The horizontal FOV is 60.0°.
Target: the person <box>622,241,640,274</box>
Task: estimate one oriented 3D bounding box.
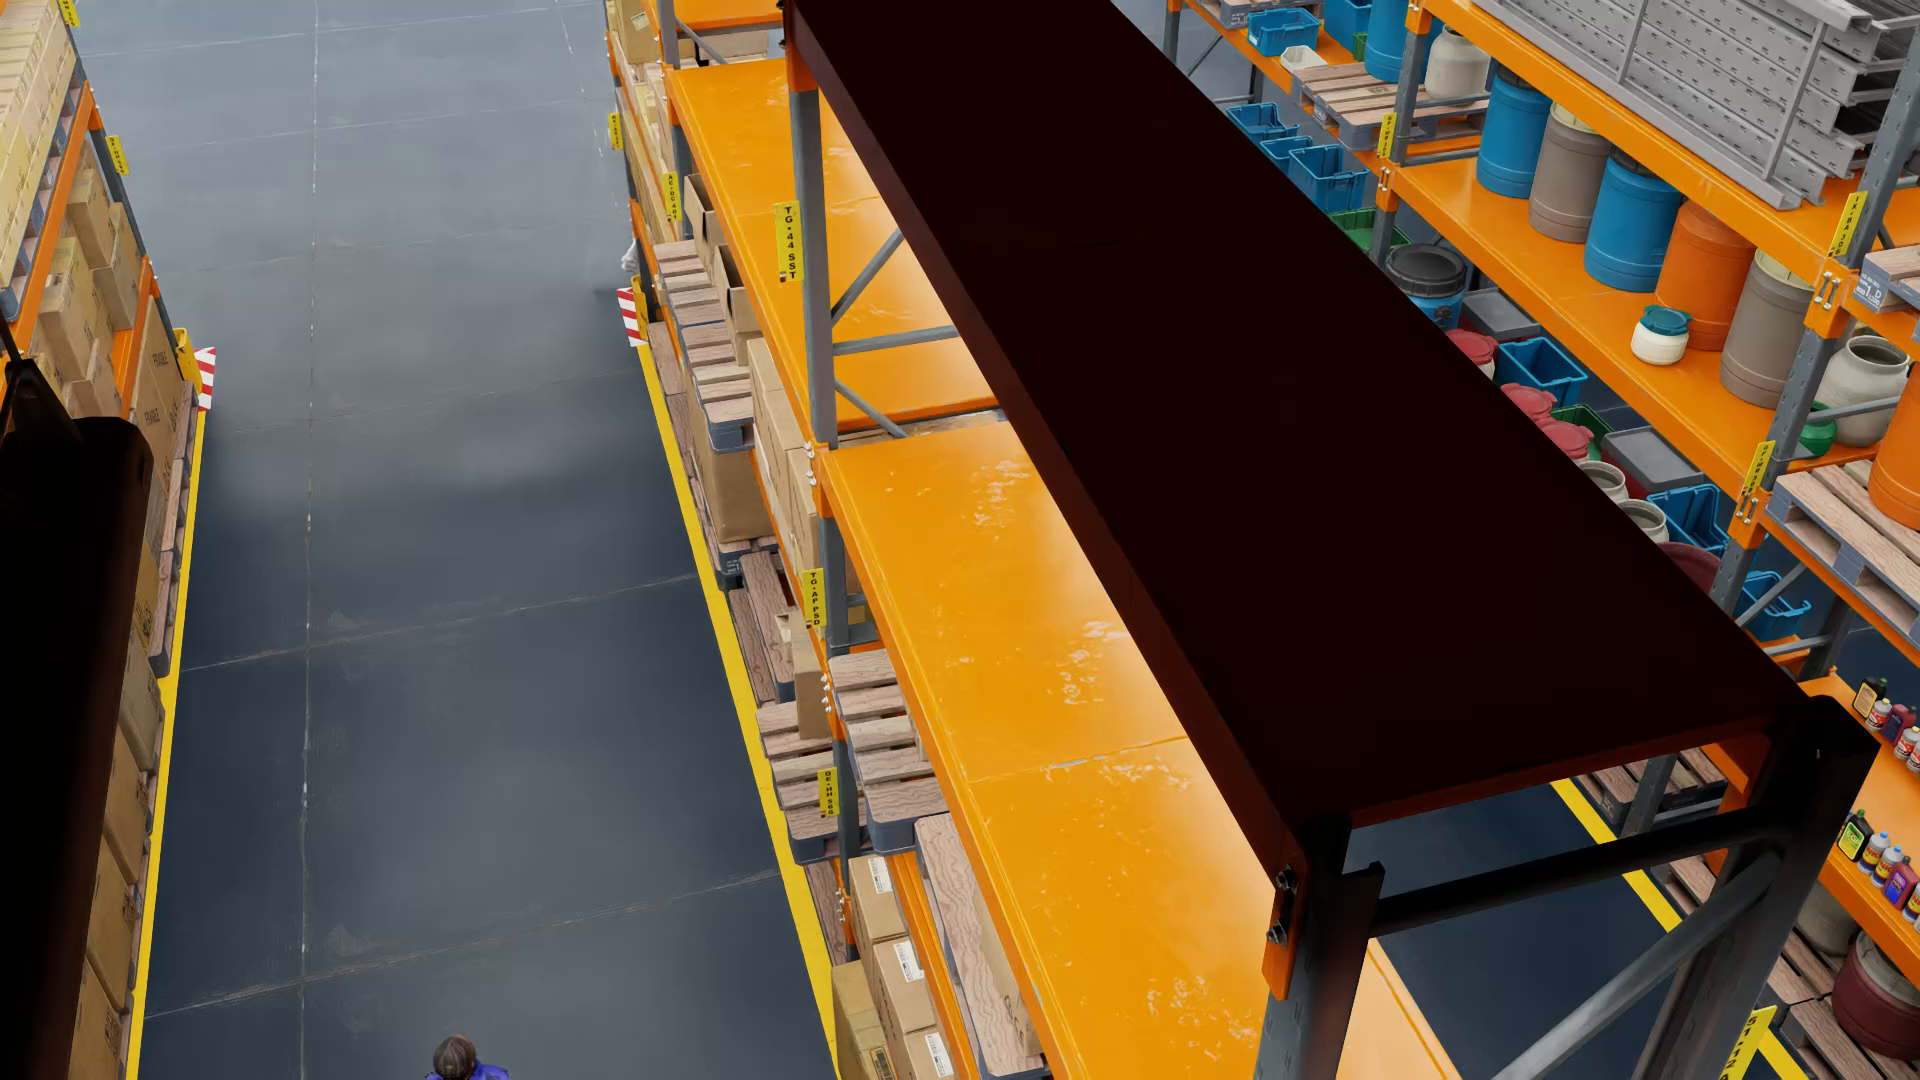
[{"bbox_3d":[-2.841,-3.350,15.666,0.911,1.746,0.630,-11,40,-13],"label":"person"}]

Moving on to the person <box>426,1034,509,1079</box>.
[{"bbox_3d":[-2.287,2.810,7.950,0.431,1.579,1.016,-12,40,-15],"label":"person"}]
